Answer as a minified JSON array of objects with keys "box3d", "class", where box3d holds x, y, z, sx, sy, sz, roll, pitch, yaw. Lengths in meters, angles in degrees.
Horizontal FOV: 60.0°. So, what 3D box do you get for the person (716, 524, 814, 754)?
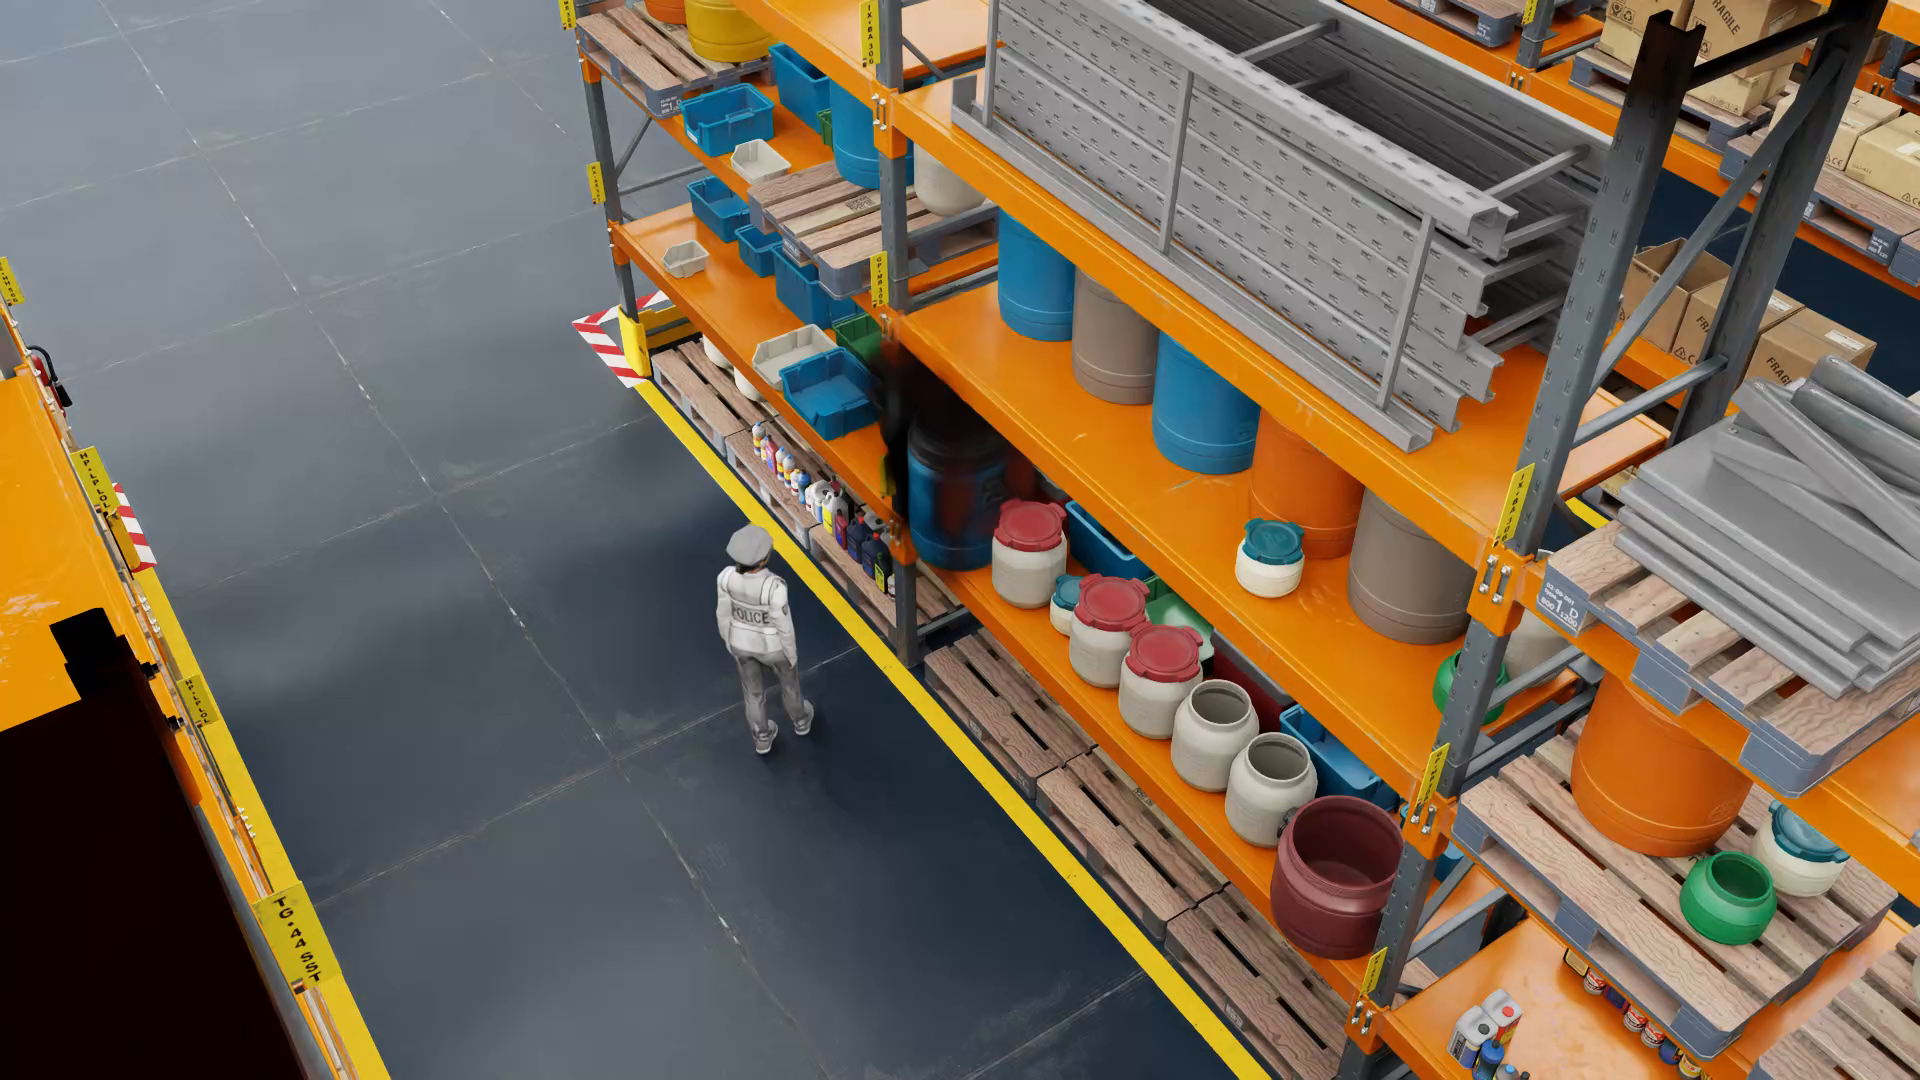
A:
[{"box3d":[-1.169,0.566,9.887,0.479,1.692,0.492,10,44,11],"class":"person"}]
